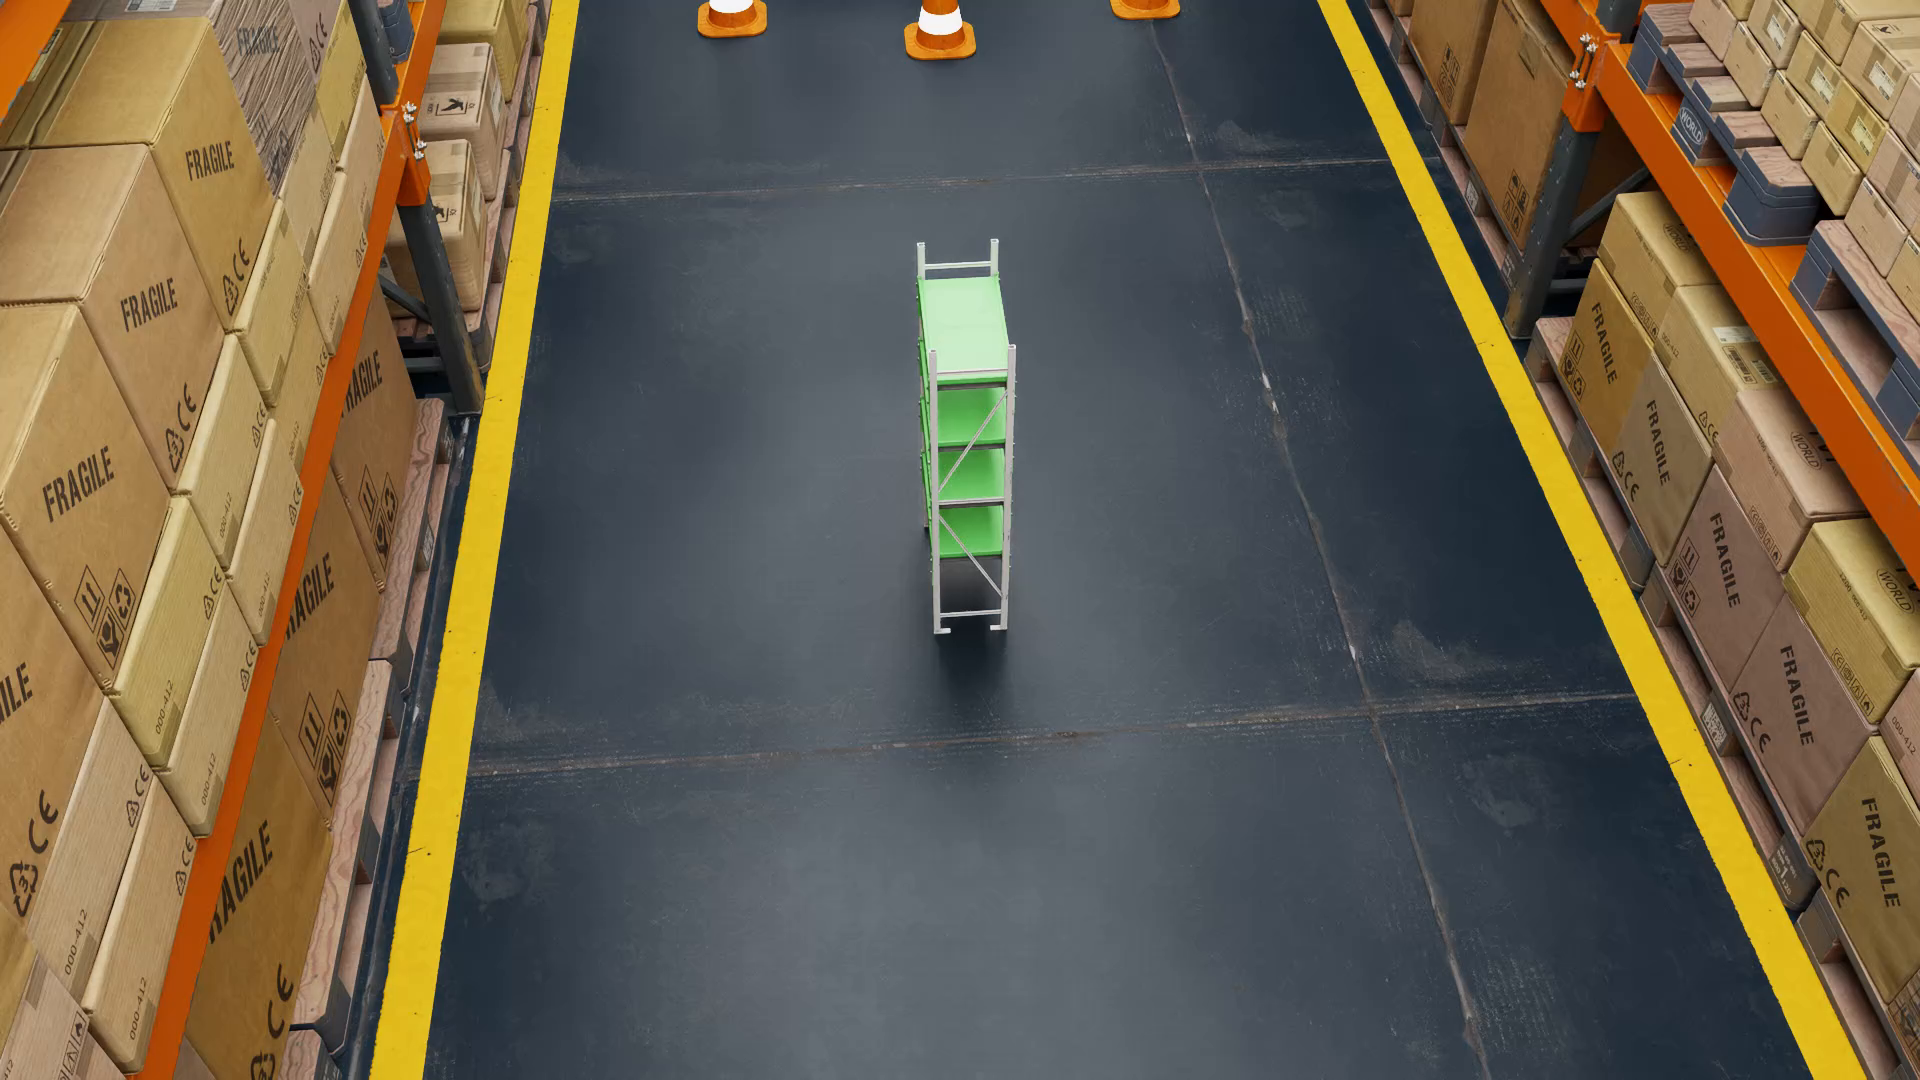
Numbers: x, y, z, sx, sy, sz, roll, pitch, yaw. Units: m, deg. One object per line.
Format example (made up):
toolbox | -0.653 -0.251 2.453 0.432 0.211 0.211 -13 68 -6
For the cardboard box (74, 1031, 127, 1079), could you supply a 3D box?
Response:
cardboard box | -1.721 1.105 2.741 0.500 0.250 0.500 -4 47 -4

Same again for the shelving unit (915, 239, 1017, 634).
shelving unit | 0.014 -0.293 5.201 0.258 1.200 0.503 -3 47 -3

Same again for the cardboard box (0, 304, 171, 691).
cardboard box | -1.807 -0.056 2.980 0.500 0.500 0.500 -5 47 -4

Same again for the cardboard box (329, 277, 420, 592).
cardboard box | -2.307 -0.416 5.252 0.875 0.875 0.875 -4 47 -4

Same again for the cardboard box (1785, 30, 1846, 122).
cardboard box | 2.533 -1.290 4.585 0.380 0.149 0.250 -5 47 -5

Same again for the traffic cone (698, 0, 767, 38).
traffic cone | -1.118 -2.716 8.004 0.336 0.463 0.334 -3 47 -3

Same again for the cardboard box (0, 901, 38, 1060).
cardboard box | -1.697 0.673 2.289 0.500 0.500 0.500 -3 47 -3

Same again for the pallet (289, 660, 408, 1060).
pallet | -2.192 0.908 4.745 1.003 0.211 1.213 -3 47 -3

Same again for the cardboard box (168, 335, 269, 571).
cardboard box | -1.834 -0.176 3.610 0.500 0.250 0.500 -5 47 -4

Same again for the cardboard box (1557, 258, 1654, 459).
cardboard box | 2.448 -0.638 5.721 0.500 0.500 0.500 -5 47 -5

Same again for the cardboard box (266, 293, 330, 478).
cardboard box | -1.896 -0.371 4.139 0.500 0.250 0.500 -4 47 -4

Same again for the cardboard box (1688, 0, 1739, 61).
cardboard box | 2.479 -1.603 5.086 0.380 0.149 0.250 -4 47 -4

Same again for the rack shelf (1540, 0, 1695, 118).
rack shelf | 2.475 -3.080 7.097 1.077 0.370 4.000 -3 47 -3

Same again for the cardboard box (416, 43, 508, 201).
cardboard box | -2.389 -1.690 6.806 0.950 0.372 0.625 -4 47 -4

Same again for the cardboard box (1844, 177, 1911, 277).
cardboard box | 2.573 -0.826 4.350 0.380 0.149 0.250 -2 47 -2

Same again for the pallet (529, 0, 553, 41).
pallet | -2.550 -2.879 8.331 1.003 0.211 1.213 -3 47 -3

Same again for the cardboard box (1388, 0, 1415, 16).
cardboard box | 2.526 -3.004 7.789 1.050 0.750 0.750 -3 47 -3

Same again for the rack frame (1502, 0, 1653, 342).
rack frame | 2.642 -1.881 5.465 1.000 3.000 0.127 -3 47 -3

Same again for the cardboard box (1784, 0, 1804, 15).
cardboard box | 2.513 -1.603 4.676 0.380 0.149 0.250 -5 47 -4

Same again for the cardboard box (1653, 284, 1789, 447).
cardboard box | 2.501 -0.543 5.114 0.500 0.250 0.500 -4 47 -4

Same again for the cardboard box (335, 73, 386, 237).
cardboard box | -1.981 -1.105 4.834 0.500 0.250 0.500 -5 47 -5

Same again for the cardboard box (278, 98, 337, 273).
cardboard box | -1.941 -0.921 4.316 0.500 0.250 0.500 -5 47 -4

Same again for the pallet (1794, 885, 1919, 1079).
pallet | 2.911 1.409 4.270 1.003 0.211 1.213 -3 47 -3

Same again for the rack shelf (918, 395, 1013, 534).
rack shelf | 0.014 -0.249 5.247 0.258 0.148 0.480 -3 47 -3

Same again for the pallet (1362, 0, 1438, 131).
pallet | 2.553 -2.377 7.856 1.003 0.211 1.213 -3 47 -3

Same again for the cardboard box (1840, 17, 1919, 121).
cardboard box | 2.551 -1.233 4.326 0.380 0.149 0.250 -5 47 -5

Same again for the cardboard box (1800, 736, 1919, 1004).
cardboard box | 2.622 0.837 4.324 0.500 0.500 0.500 -4 47 -4

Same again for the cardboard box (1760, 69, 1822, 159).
cardboard box | 2.524 -1.213 4.717 0.380 0.149 0.250 -1 47 -1

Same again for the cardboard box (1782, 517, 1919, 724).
cardboard box | 2.575 0.193 4.417 0.500 0.250 0.500 -5 47 -5

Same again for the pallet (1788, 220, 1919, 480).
pallet | 2.849 -0.385 4.181 1.003 0.211 1.213 -3 47 -3

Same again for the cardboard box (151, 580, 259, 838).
cardboard box | -1.793 0.358 3.448 0.500 0.250 0.500 -4 47 -4

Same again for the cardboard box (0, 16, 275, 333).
cardboard box | -1.892 -0.796 3.681 0.500 0.500 0.500 -3 47 -3

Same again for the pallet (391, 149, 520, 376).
pallet | -2.346 -1.113 6.659 1.003 0.211 1.213 -3 47 -3

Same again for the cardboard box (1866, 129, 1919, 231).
cardboard box | 2.575 -0.927 4.241 0.380 0.149 0.250 -3 47 -3

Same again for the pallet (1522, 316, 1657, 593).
pallet | 2.706 -0.356 5.942 1.003 0.211 1.213 -3 47 -3

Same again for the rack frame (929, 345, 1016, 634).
rack frame | 0.034 -0.116 5.034 0.240 1.200 0.015 -3 47 -3

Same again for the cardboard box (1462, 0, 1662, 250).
cardboard box | 2.681 -1.698 6.552 1.050 0.750 0.750 -4 47 -4

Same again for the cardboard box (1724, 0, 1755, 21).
cardboard box | 2.483 -1.679 4.953 0.380 0.149 0.250 -2 47 -2

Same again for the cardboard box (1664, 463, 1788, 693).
cardboard box | 2.541 0.096 5.025 0.500 0.500 0.500 -5 47 -4

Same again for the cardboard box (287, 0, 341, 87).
cardboard box | -1.978 -1.527 4.372 0.500 0.500 0.500 -5 47 -4

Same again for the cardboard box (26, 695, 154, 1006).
cardboard box | -1.774 0.556 2.916 0.500 0.250 0.500 -3 47 -3

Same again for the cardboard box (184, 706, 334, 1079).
cardboard box | -2.162 0.877 4.028 0.875 0.875 0.875 -2 47 -2

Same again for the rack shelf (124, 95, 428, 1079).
rack shelf | -2.114 0.188 4.002 1.077 0.370 4.000 -3 47 -3

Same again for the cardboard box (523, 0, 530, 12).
cardboard box | -2.507 -2.742 7.802 0.950 0.372 0.625 -1 47 -1

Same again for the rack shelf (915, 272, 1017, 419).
rack shelf | 0.014 -0.579 4.899 0.258 0.148 0.480 -3 47 -3
